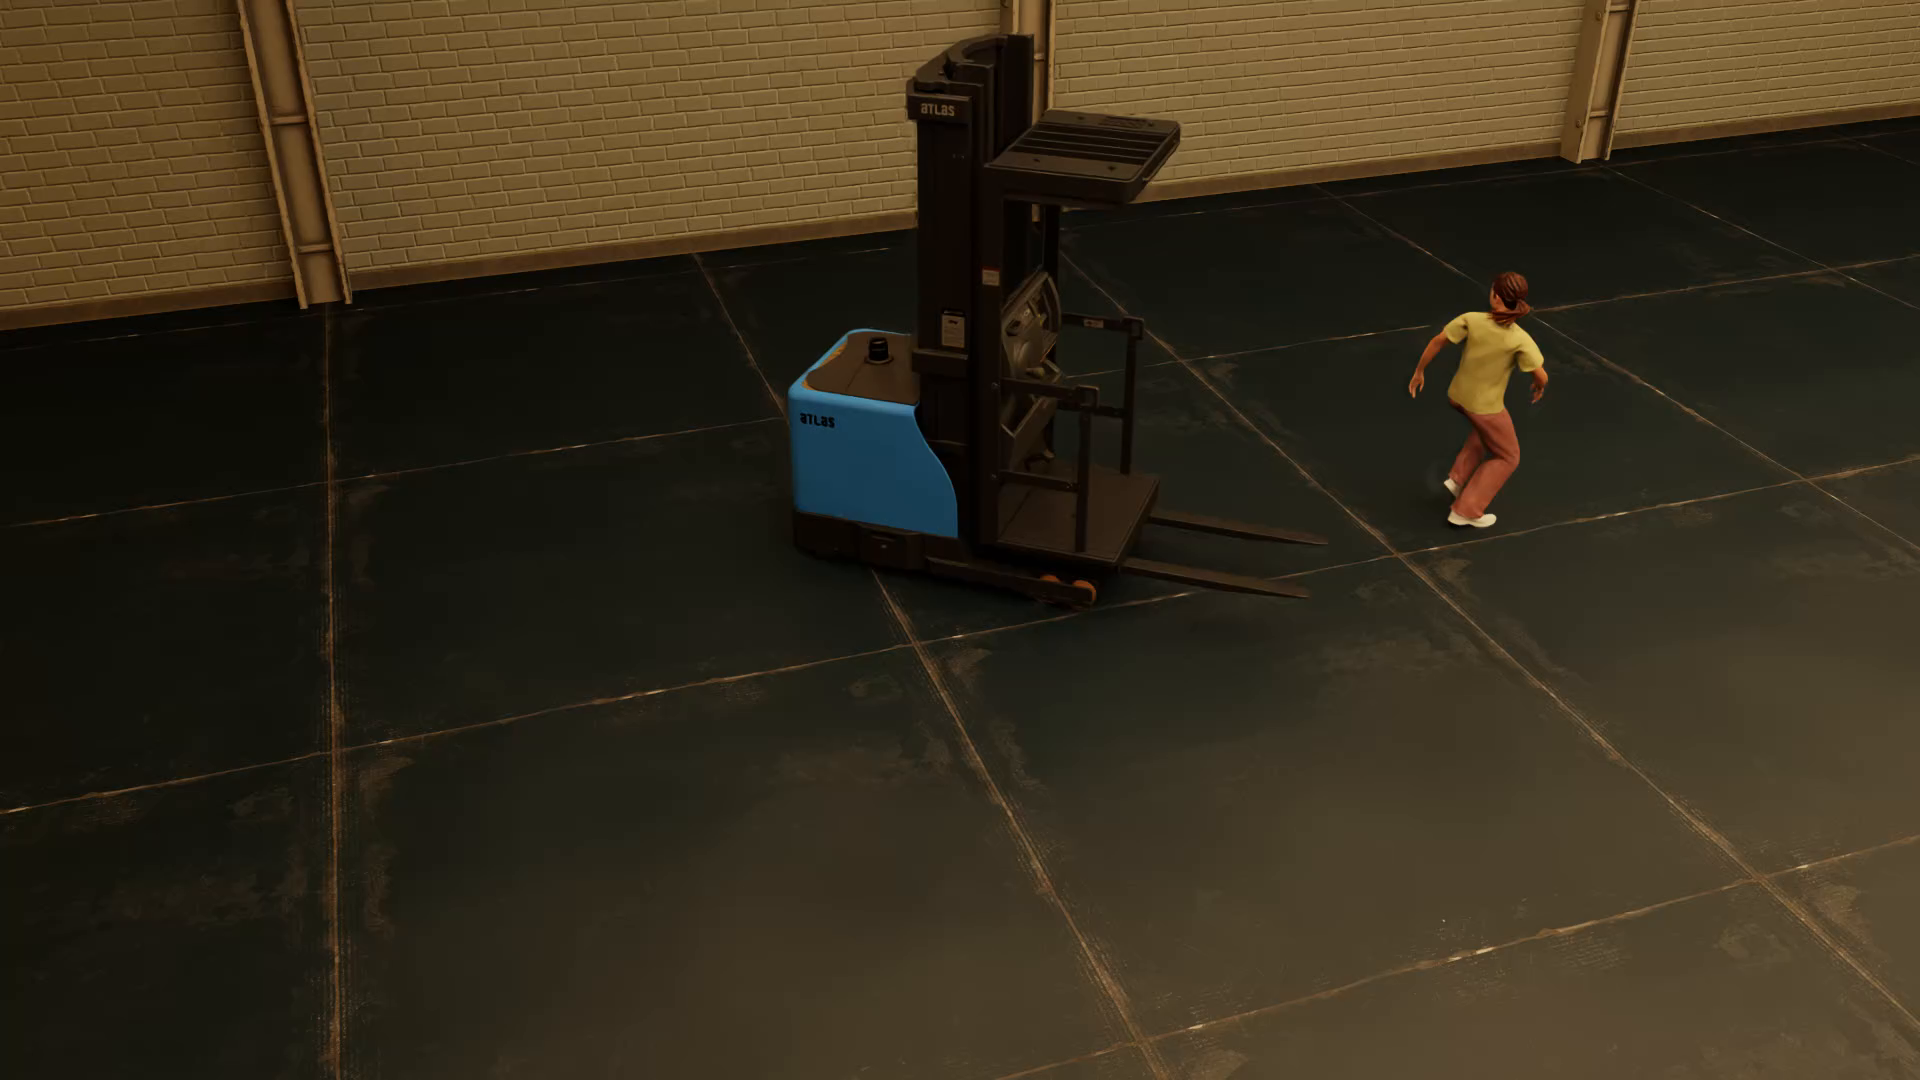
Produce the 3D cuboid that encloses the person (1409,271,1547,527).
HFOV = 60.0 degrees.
[{"bbox_3d":[3.111,-0.828,9.882,0.663,1.617,0.632,-16,33,-25],"label":"person"}]

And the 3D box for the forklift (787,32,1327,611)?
[{"bbox_3d":[0.580,-1.174,9.127,3.031,2.935,1.130,10,31,17],"label":"forklift"}]
